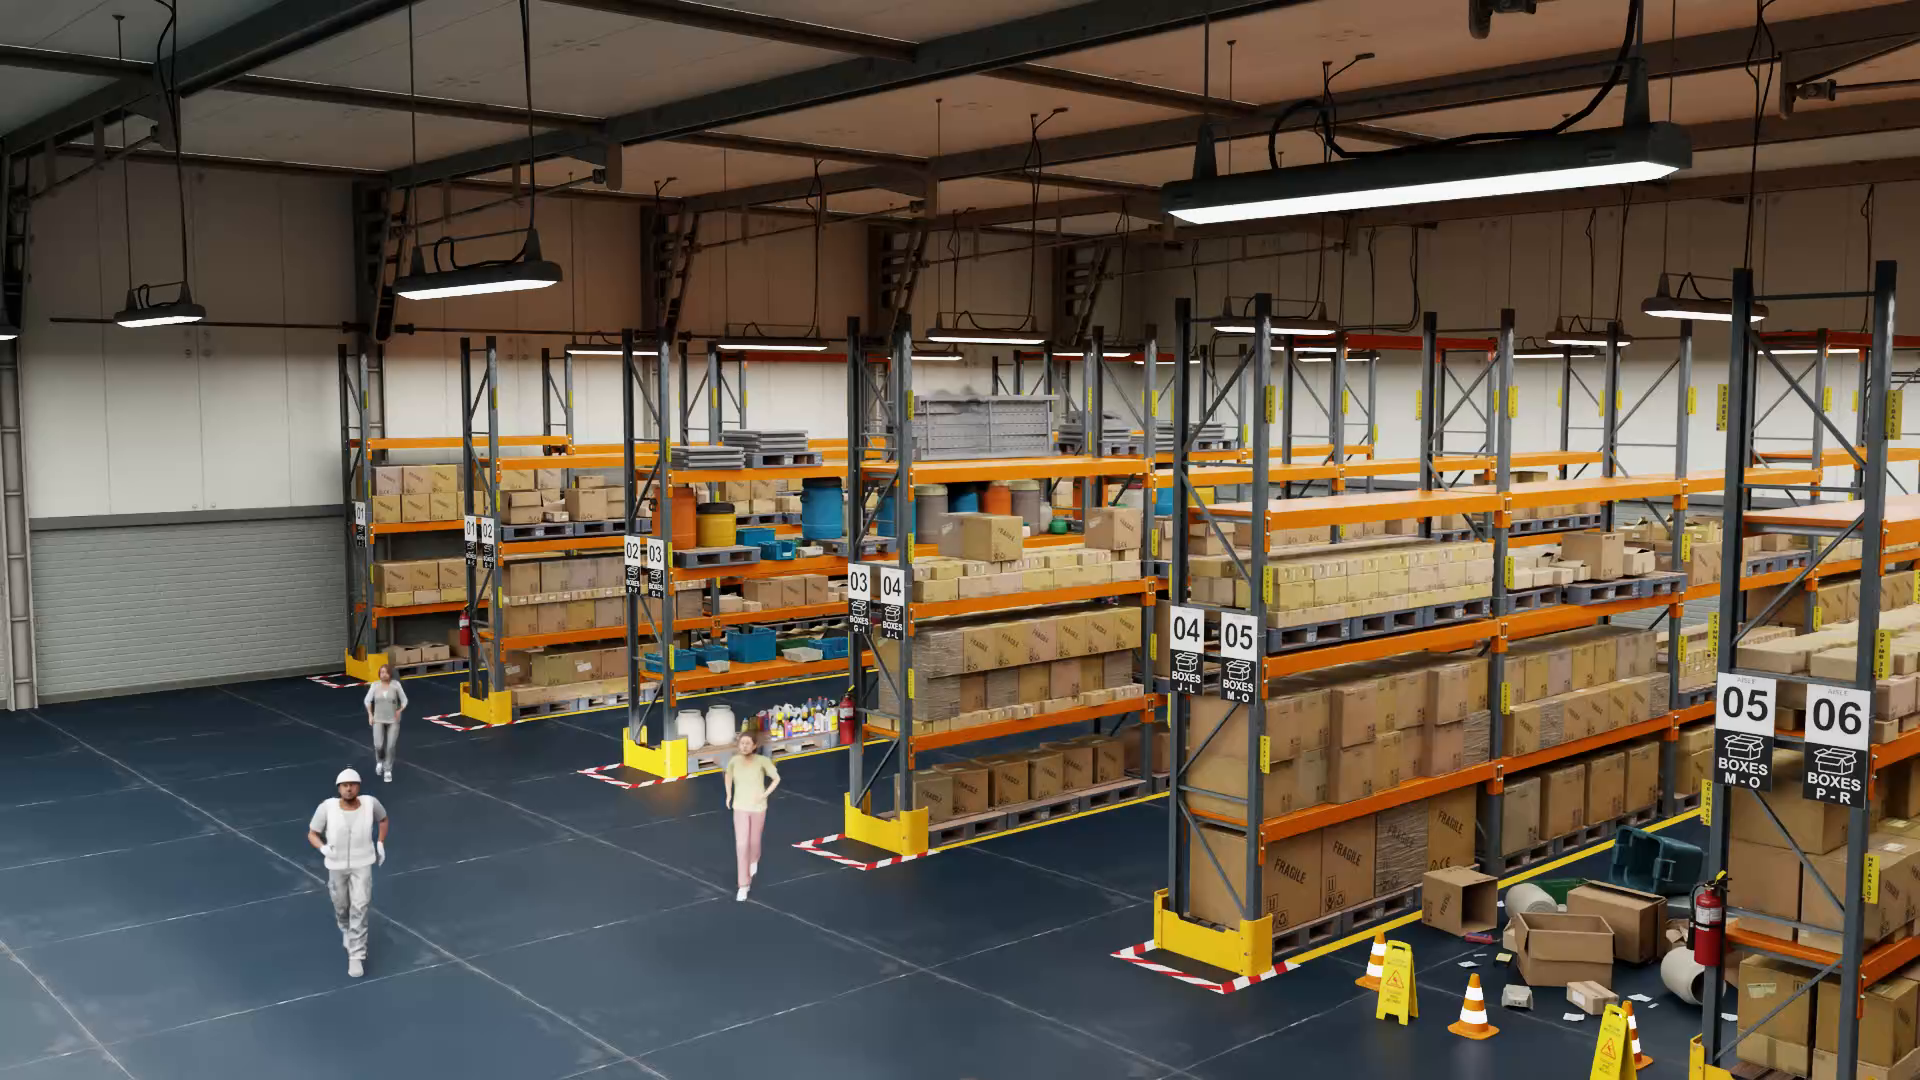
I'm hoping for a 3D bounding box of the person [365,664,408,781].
[{"bbox_3d":[-7.586,2.419,22.009,0.547,1.568,0.529,-2,5,-18],"label":"person"}]

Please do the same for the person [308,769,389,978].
[{"bbox_3d":[-5.505,2.936,14.966,0.661,1.786,0.922,-2,5,-17],"label":"person"}]

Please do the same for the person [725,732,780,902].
[{"bbox_3d":[-2.146,2.792,17.186,0.590,1.688,0.850,0,5,2],"label":"person"}]

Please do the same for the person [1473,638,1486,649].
[{"bbox_3d":[7.389,2.227,23.719,0.556,1.701,0.714,5,7,43],"label":"person"}]
